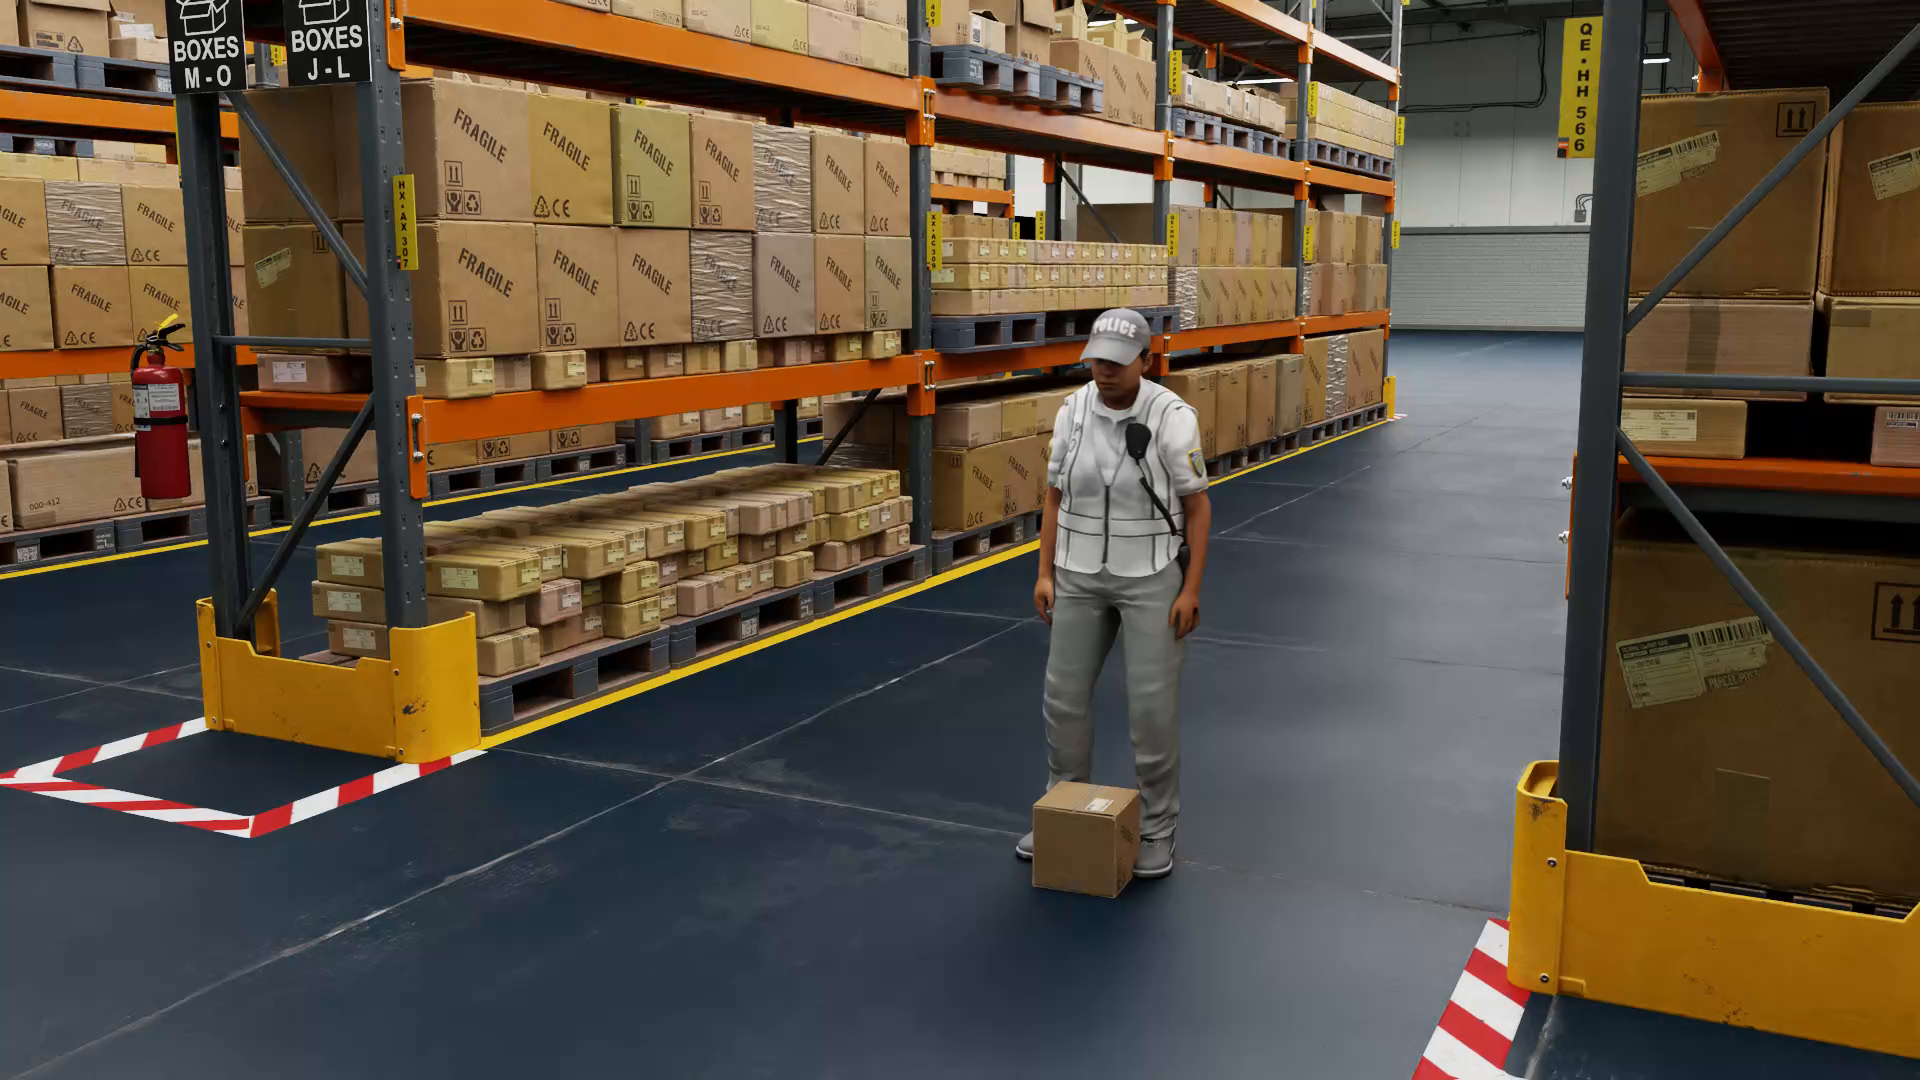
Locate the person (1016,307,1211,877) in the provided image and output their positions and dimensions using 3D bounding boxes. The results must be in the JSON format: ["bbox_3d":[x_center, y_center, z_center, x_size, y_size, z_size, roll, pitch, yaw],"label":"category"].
[{"bbox_3d":[0.462,0.145,4.955,0.543,1.666,0.471,4,10,26],"label":"person"}]
